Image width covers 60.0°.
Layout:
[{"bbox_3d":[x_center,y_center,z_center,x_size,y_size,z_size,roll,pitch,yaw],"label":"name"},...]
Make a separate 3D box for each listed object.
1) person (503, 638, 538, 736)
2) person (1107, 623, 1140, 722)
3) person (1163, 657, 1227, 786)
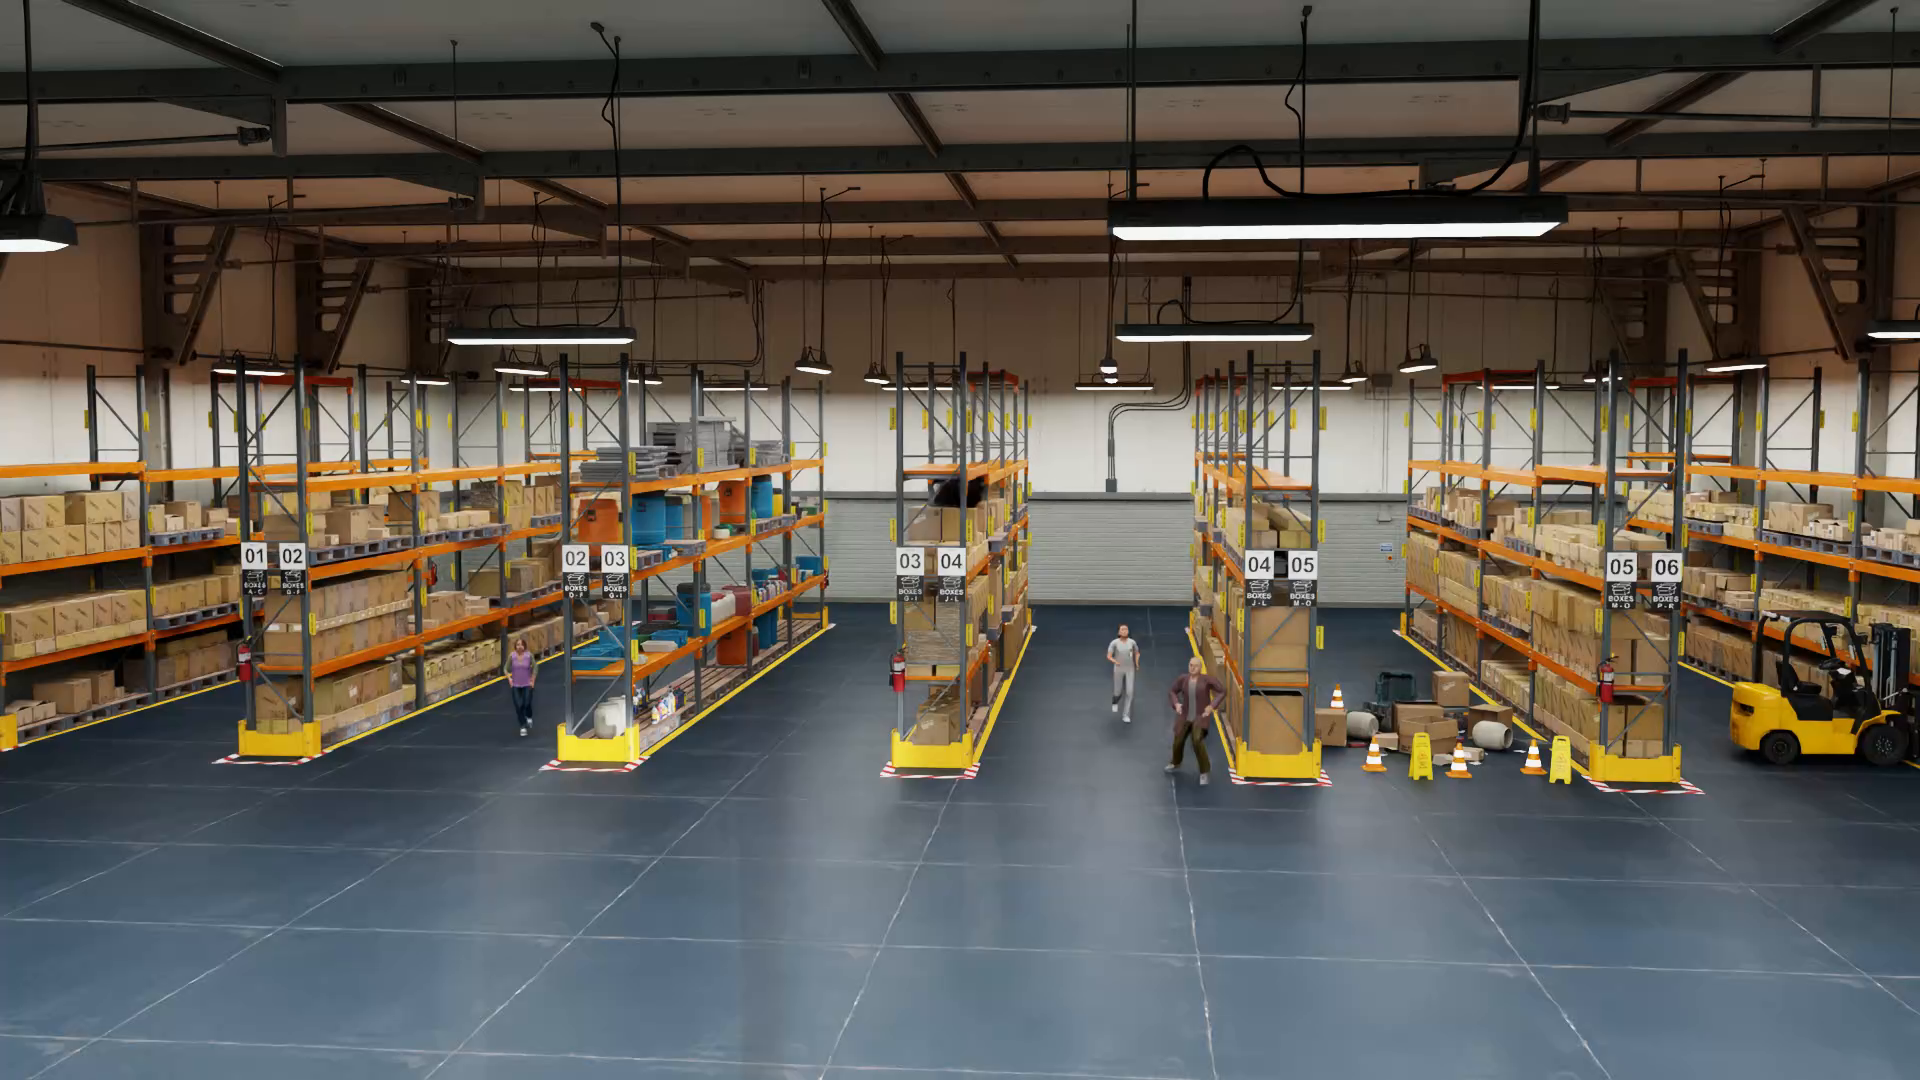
[{"bbox_3d":[-7.022,2.338,26.580,0.546,1.564,0.541,-1,4,-10],"label":"person"},{"bbox_3d":[2.748,2.206,27.875,0.574,1.628,0.758,0,4,-6],"label":"person"},{"bbox_3d":[3.261,2.500,23.251,0.902,1.762,0.762,2,4,25],"label":"person"}]
